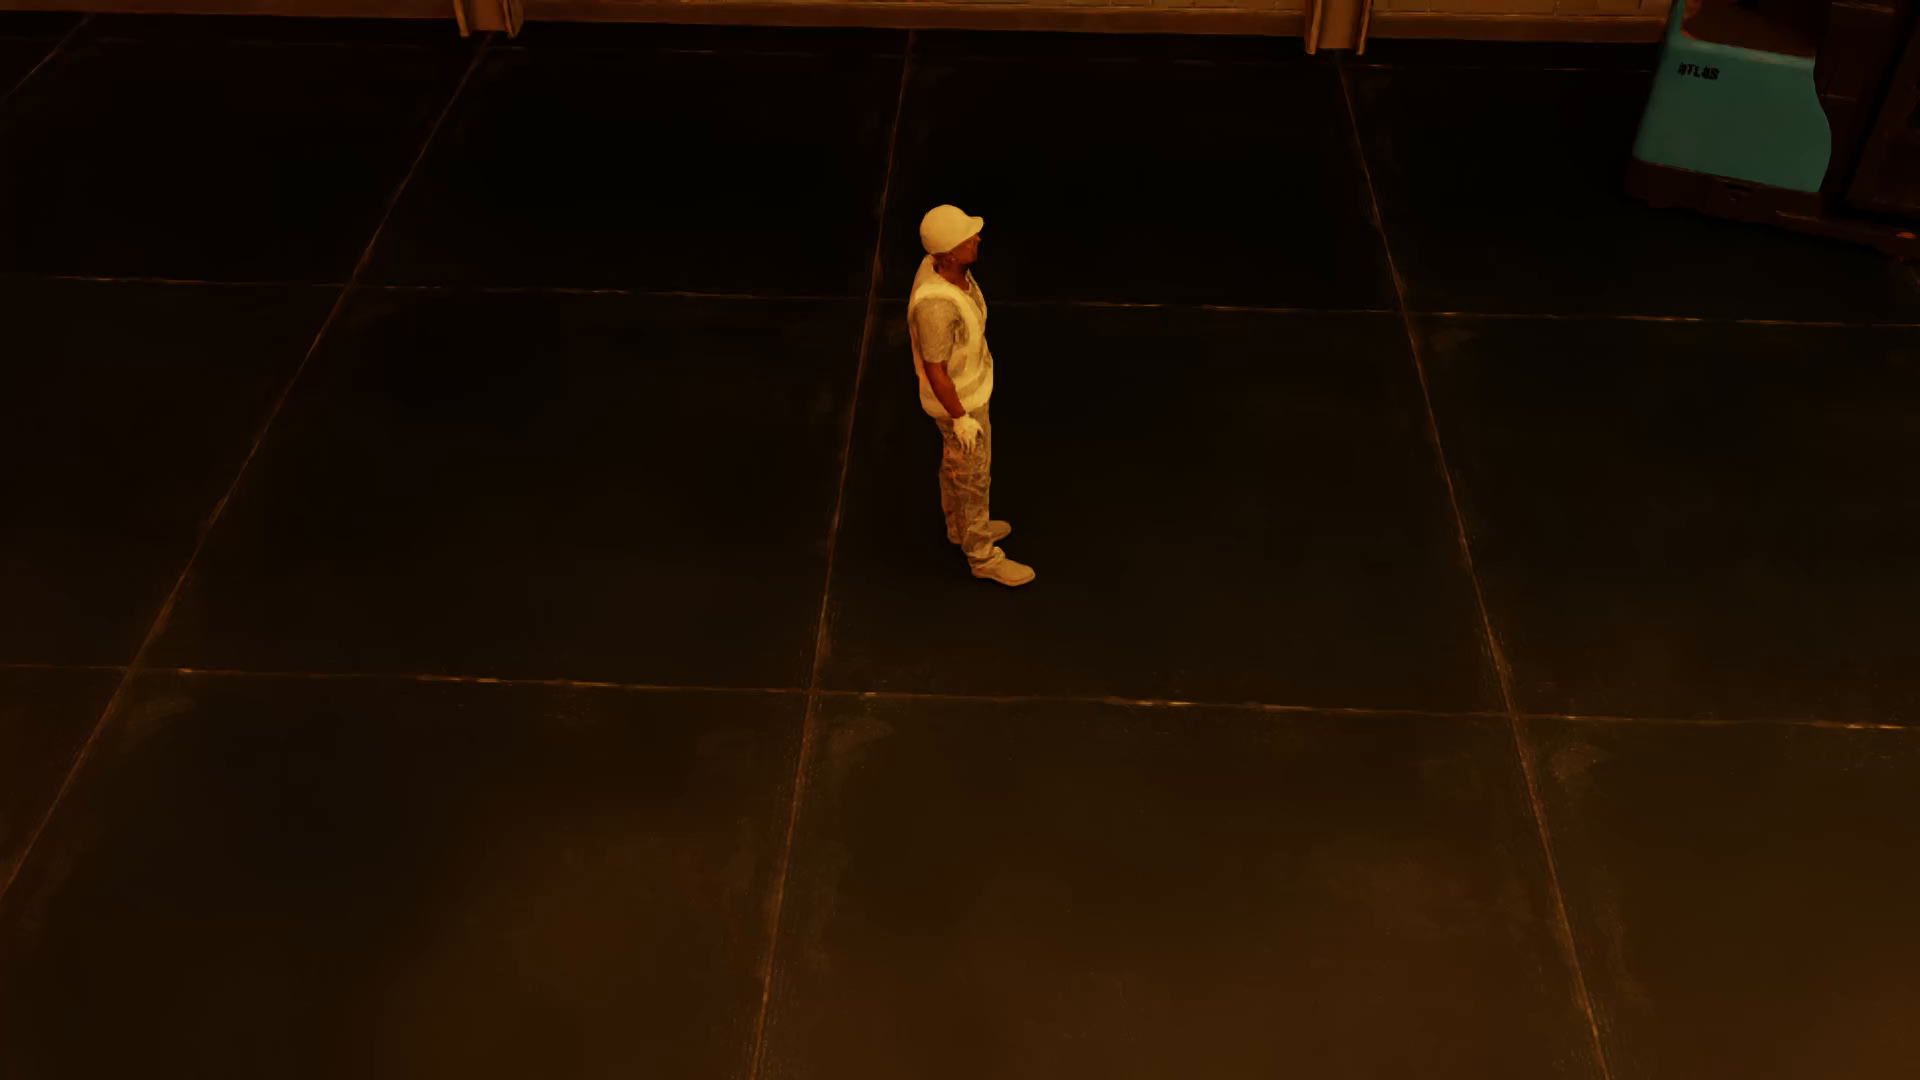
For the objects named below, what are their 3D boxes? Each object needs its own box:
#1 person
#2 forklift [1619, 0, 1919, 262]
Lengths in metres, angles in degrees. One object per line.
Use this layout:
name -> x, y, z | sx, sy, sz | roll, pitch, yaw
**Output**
person -> 0.072, -0.656, 7.302 | 0.575, 1.782, 0.655 | 2, 42, 2
forklift -> 5.594, -3.065, 9.099 | 3.031, 2.935, 1.130 | 16, 45, 16
